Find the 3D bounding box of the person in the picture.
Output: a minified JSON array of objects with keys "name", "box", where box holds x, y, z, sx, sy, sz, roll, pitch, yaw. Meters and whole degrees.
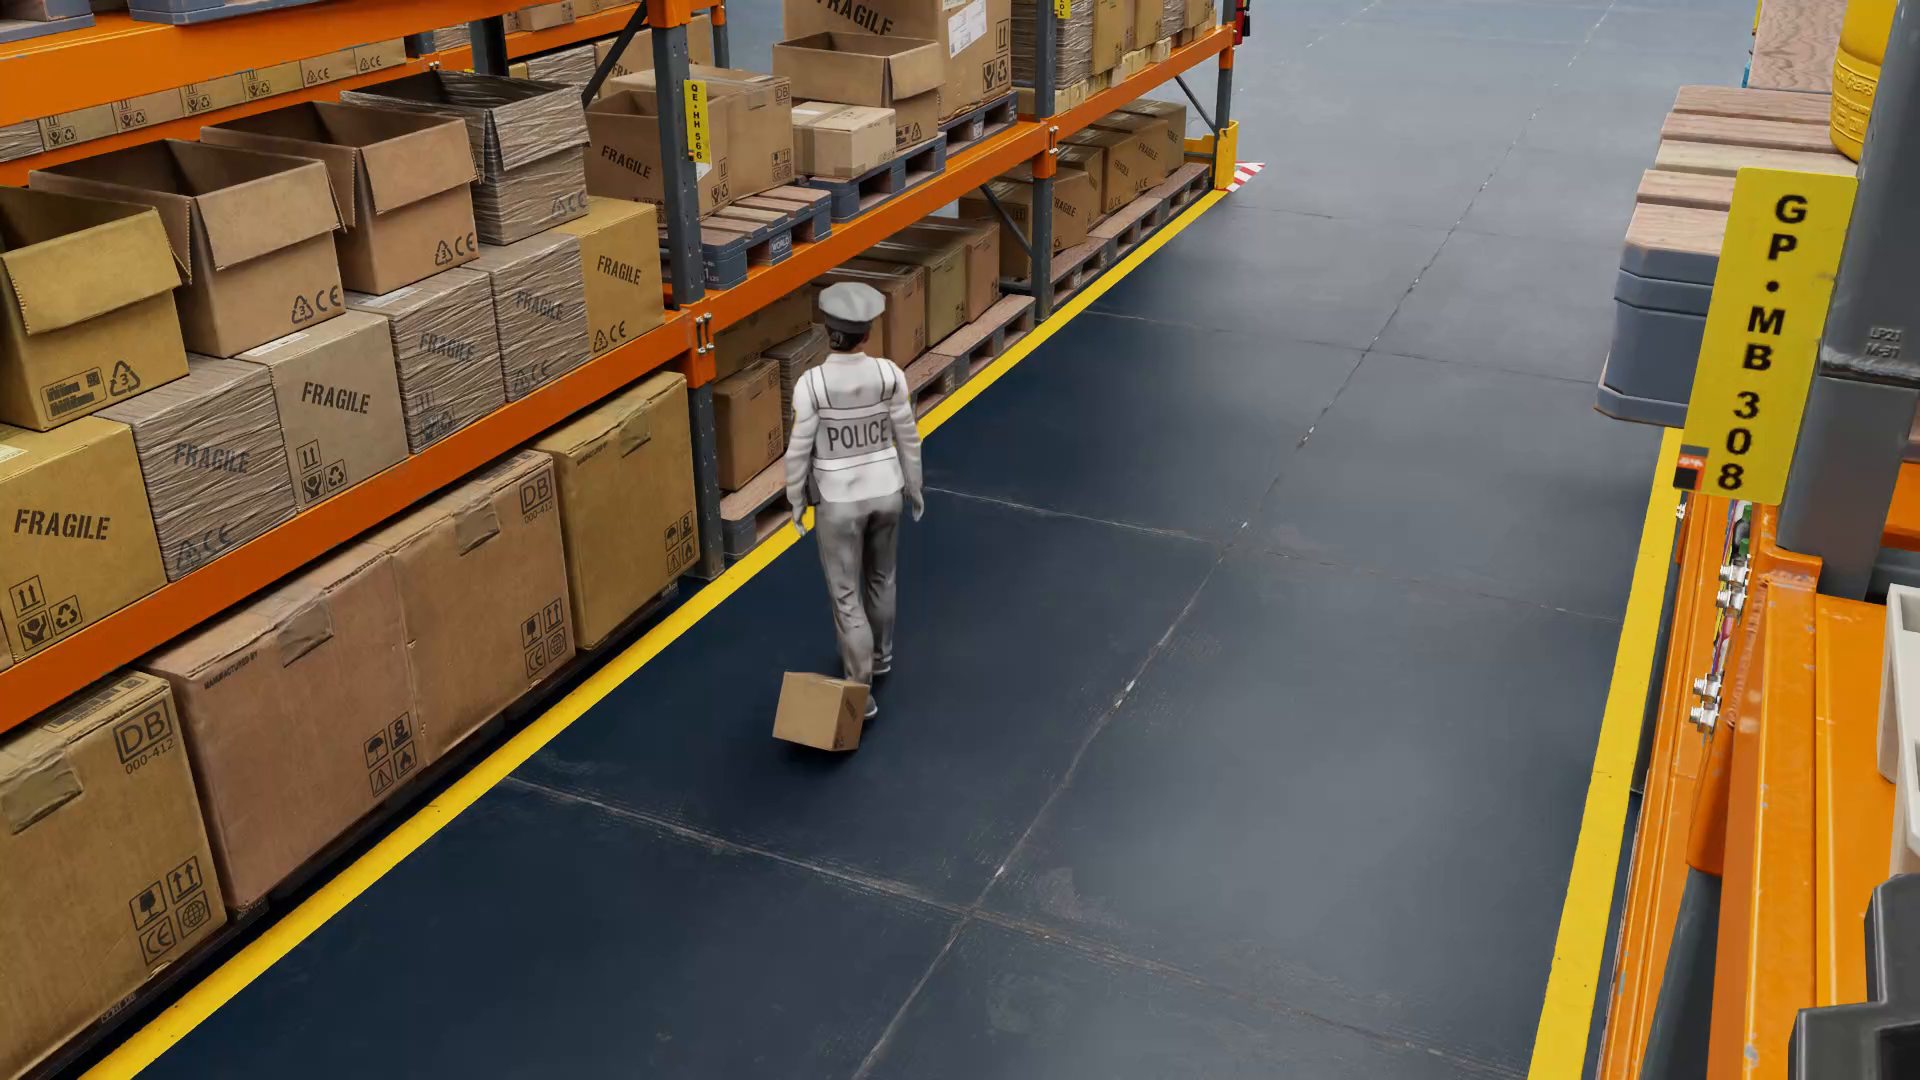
[{"name":"person","box":[-0.402,-0.160,6.376,0.554,1.662,0.571,-14,29,-26]}]
